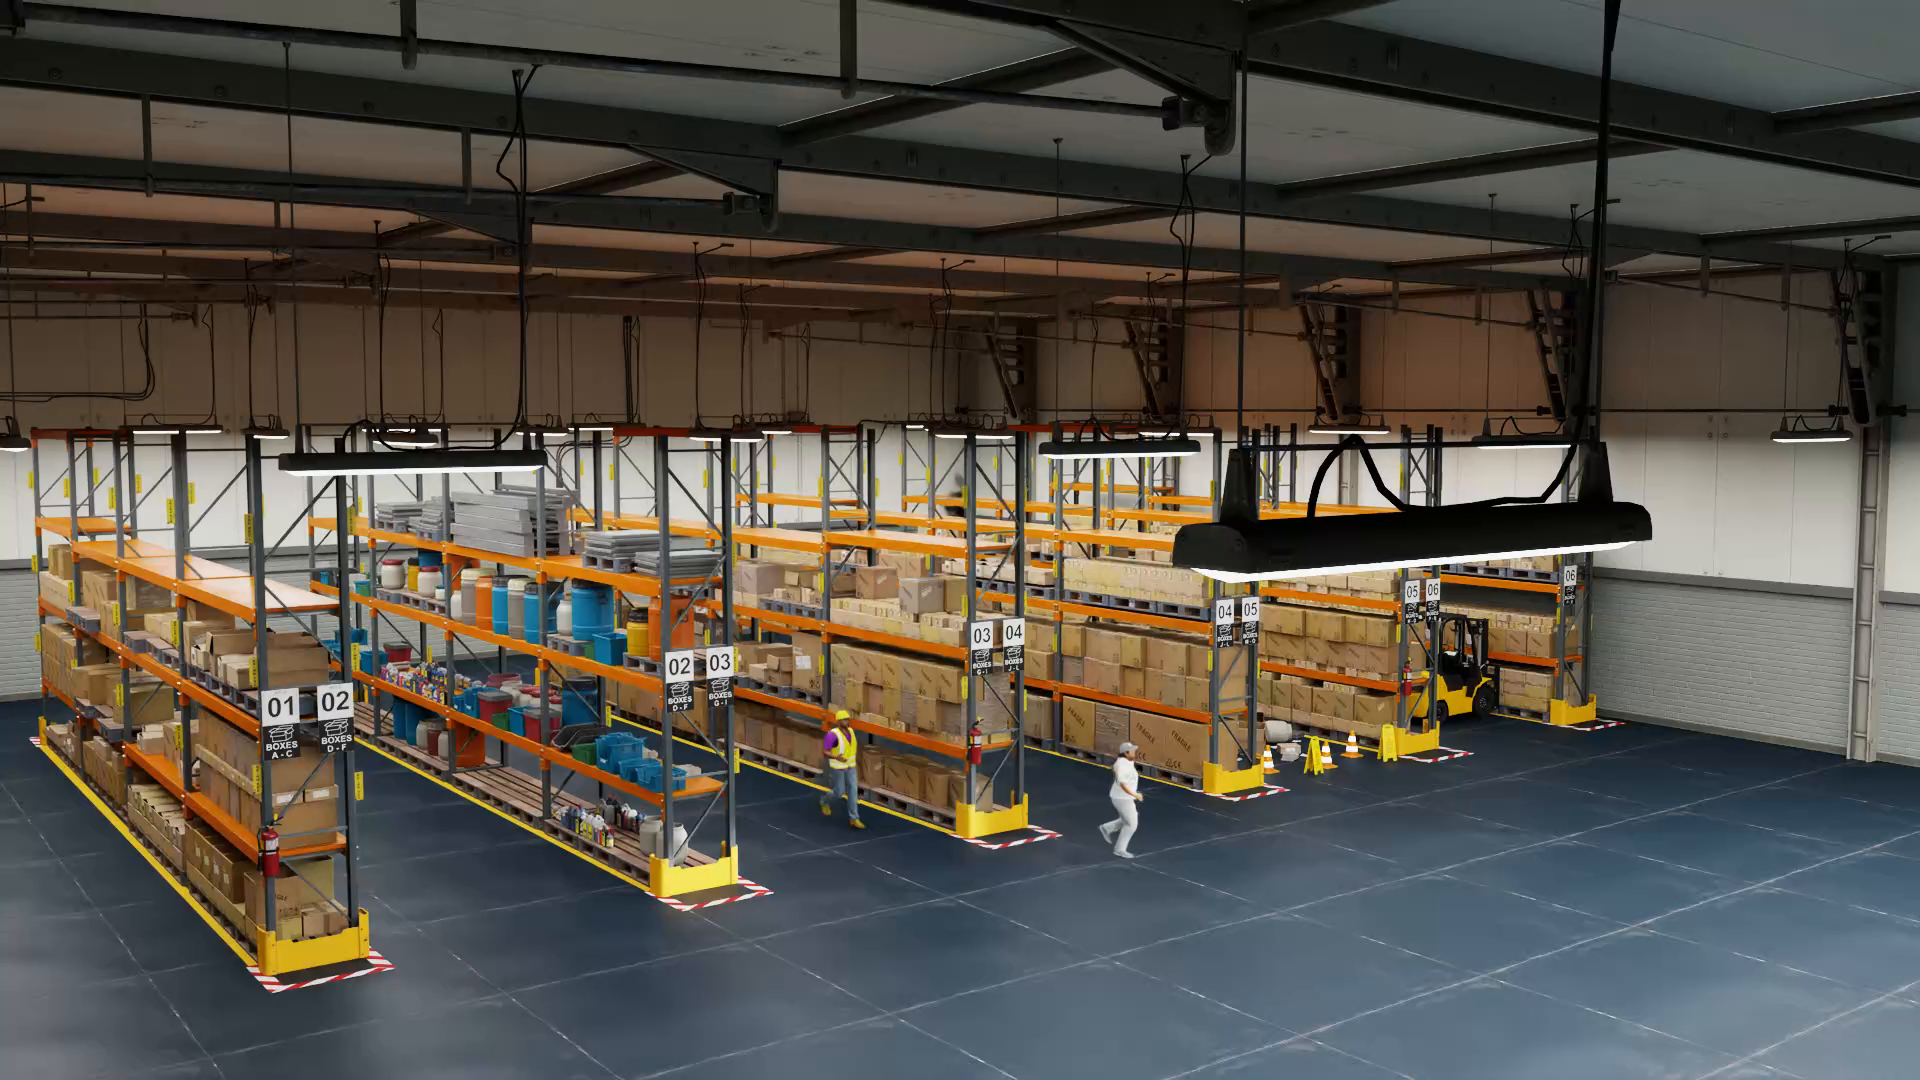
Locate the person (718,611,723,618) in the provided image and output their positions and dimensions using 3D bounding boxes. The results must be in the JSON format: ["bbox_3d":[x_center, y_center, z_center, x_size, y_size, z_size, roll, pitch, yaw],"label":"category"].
[{"bbox_3d":[-6.000,2.275,41.513,0.549,1.580,0.630,-2,5,-19],"label":"person"}]

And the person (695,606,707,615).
[{"bbox_3d":[-6.358,2.255,40.802,0.694,1.794,0.763,2,5,26],"label":"person"}]

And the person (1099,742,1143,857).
[{"bbox_3d":[2.297,3.679,23.628,0.599,1.643,0.631,0,4,1],"label":"person"}]

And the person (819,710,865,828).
[{"bbox_3d":[-1.793,3.458,25.286,0.698,1.759,0.984,-4,6,-42],"label":"person"}]
